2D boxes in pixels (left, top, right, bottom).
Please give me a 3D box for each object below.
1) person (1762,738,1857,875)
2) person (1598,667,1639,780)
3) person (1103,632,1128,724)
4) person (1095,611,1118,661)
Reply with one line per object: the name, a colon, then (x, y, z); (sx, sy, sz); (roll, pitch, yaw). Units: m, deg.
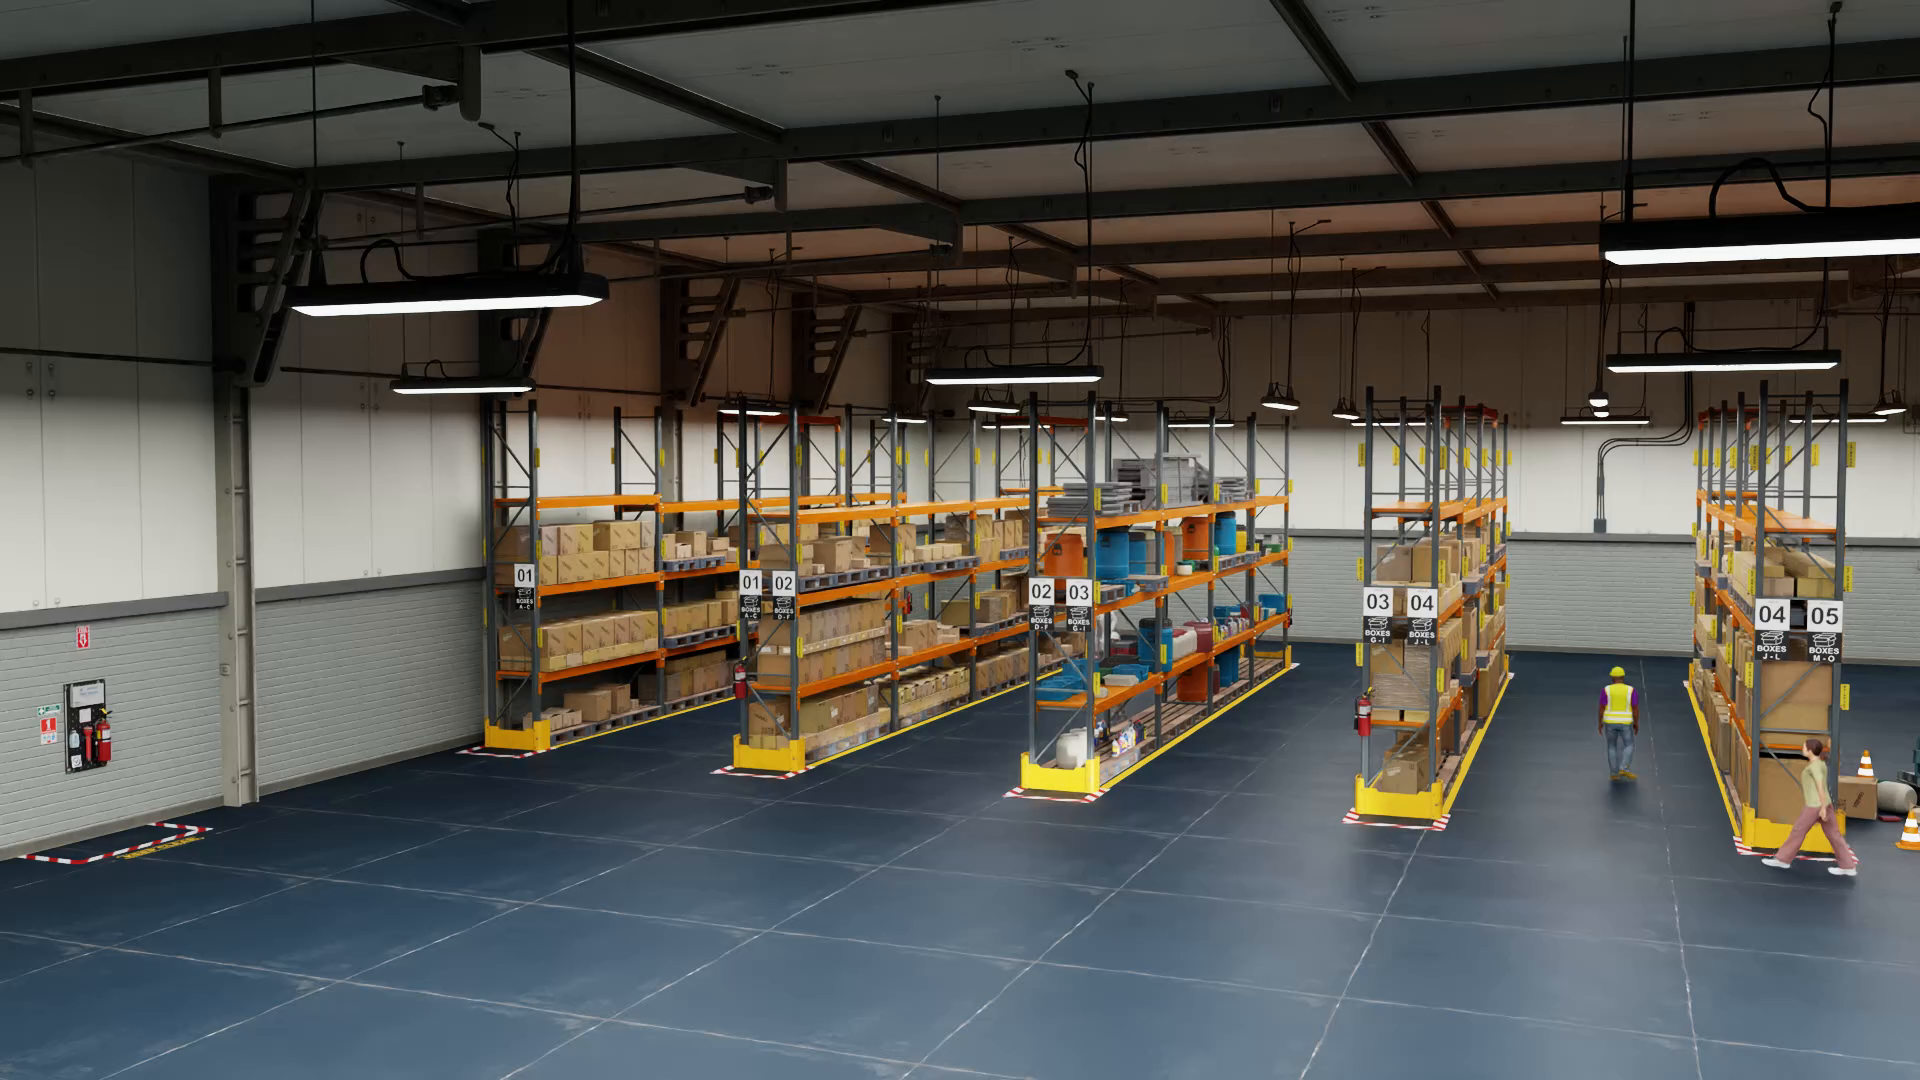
person: (10.260, 3.182, 20.022); (1.018, 1.597, 0.479); (3, 4, 43)
person: (10.227, 2.852, 25.839); (0.588, 1.764, 0.548); (1, 3, 22)
person: (2.793, 2.580, 30.806); (0.919, 1.741, 0.594); (-2, 3, -34)
person: (3.375, 2.224, 39.422); (0.744, 1.688, 0.652); (2, 3, 30)
